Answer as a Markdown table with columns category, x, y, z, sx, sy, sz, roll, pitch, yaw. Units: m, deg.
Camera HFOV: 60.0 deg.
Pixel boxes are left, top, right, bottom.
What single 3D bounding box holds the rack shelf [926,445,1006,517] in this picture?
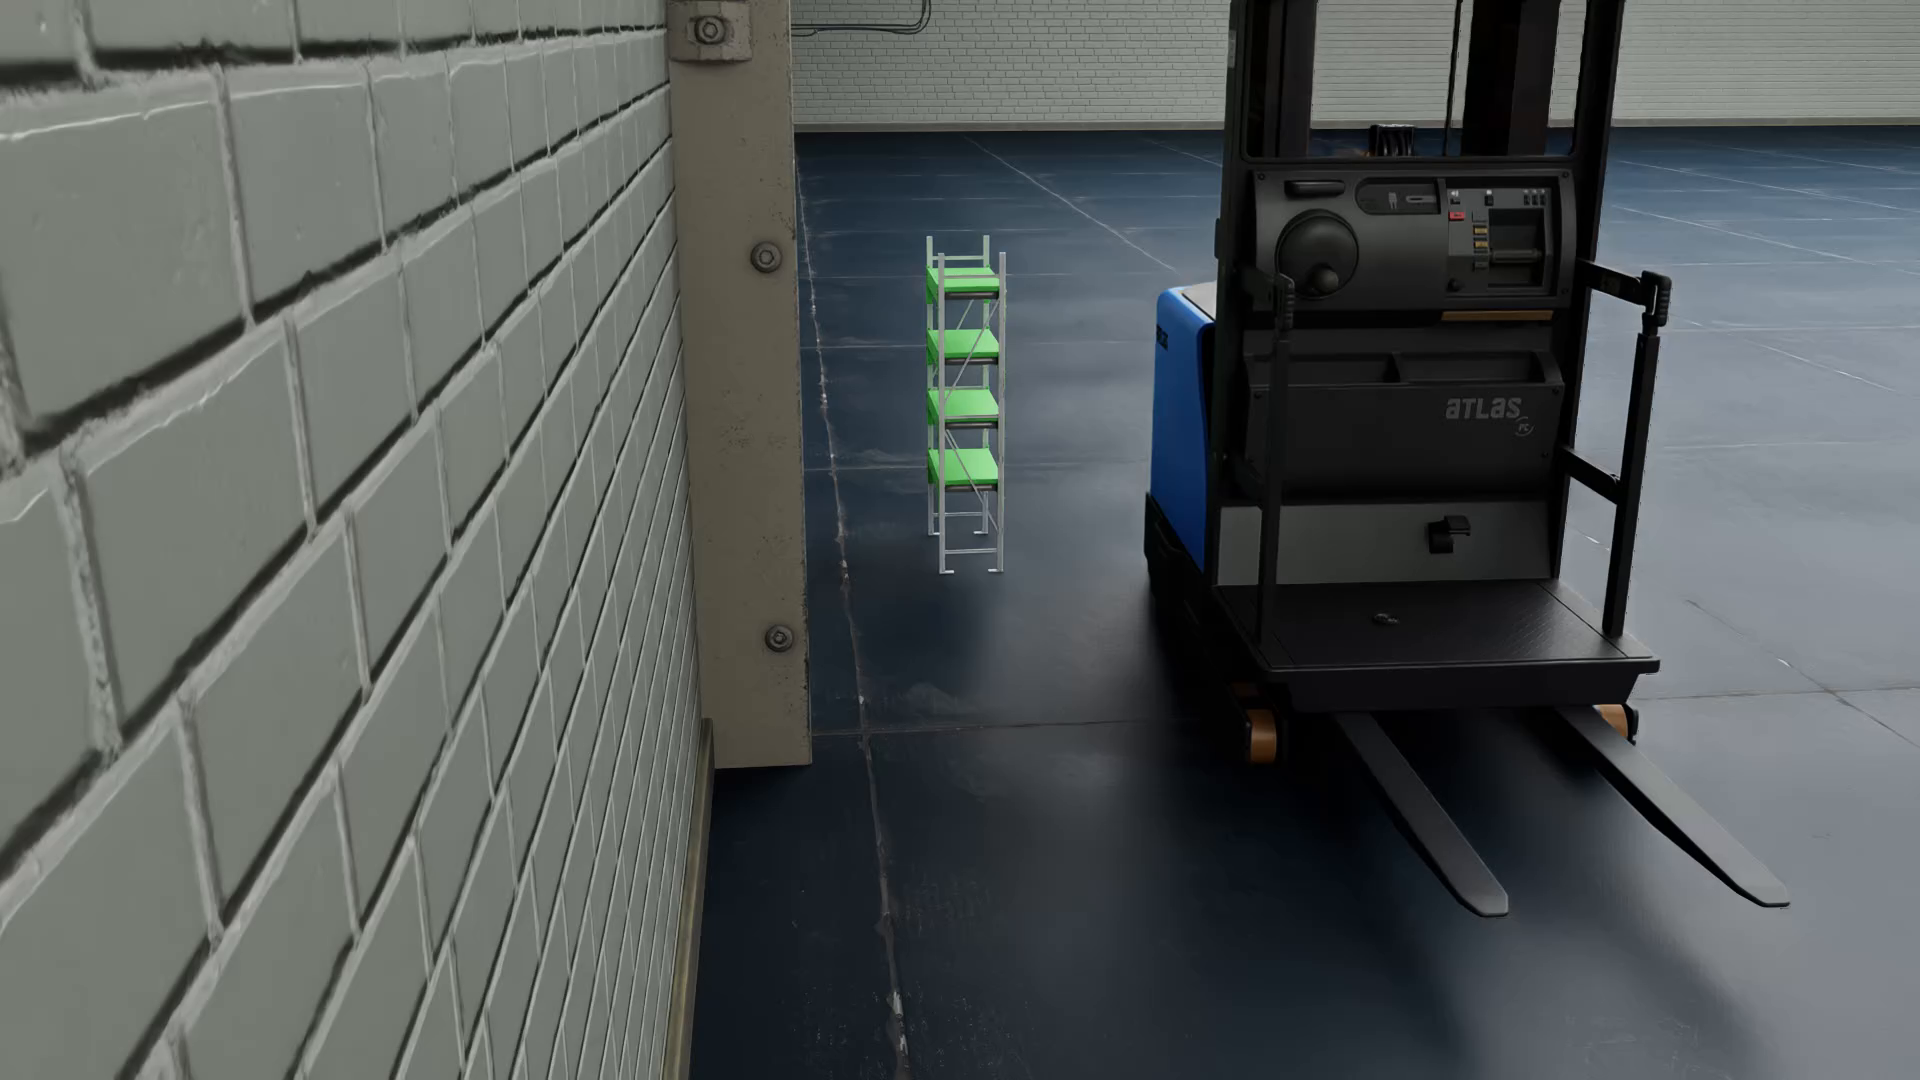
| category | x | y | z | sx | sy | sz | roll | pitch | yaw |
| --- | --- | --- | --- | --- | --- | --- | --- | --- | --- |
| rack shelf | 0.017 | -0.233 | 6.431 | 0.258 | 0.148 | 0.480 | -2 | 18 | -6 |

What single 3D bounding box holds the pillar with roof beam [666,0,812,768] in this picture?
| category | x | y | z | sx | sy | sz | roll | pitch | yaw |
| --- | --- | --- | --- | --- | --- | --- | --- | --- | --- |
| pillar with roof beam | 3.692 | -3.851 | 3.921 | 9.100 | 9.000 | 0.400 | -2 | 18 | -6 |

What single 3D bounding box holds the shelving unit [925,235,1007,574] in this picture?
| category | x | y | z | sx | sy | sz | roll | pitch | yaw |
| --- | --- | --- | --- | --- | --- | --- | --- | --- | --- |
| shelving unit | 0.017 | -0.523 | 6.340 | 0.258 | 1.200 | 0.503 | -2 | 18 | -6 |

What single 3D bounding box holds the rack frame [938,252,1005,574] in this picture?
| category | x | y | z | sx | sy | sz | roll | pitch | yaw |
| --- | --- | --- | --- | --- | --- | --- | --- | --- | --- |
| rack frame | 0.042 | -0.450 | 6.109 | 0.240 | 1.200 | 0.015 | -2 | 18 | -6 |

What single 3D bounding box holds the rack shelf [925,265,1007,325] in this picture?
| category | x | y | z | sx | sy | sz | roll | pitch | yaw |
| --- | --- | --- | --- | --- | --- | --- | --- | --- | --- |
| rack shelf | 0.017 | -0.920 | 6.216 | 0.258 | 0.148 | 0.480 | -2 | 18 | -6 |

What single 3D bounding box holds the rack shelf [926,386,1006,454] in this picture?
| category | x | y | z | sx | sy | sz | roll | pitch | yaw |
| --- | --- | --- | --- | --- | --- | --- | --- | --- | --- |
| rack shelf | 0.017 | -0.462 | 6.359 | 0.258 | 0.148 | 0.480 | -2 | 18 | -6 |

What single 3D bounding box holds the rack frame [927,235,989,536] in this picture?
| category | x | y | z | sx | sy | sz | roll | pitch | yaw |
| --- | --- | --- | --- | --- | --- | --- | --- | --- | --- |
| rack frame | -0.008 | -0.596 | 6.572 | 0.240 | 1.200 | 0.015 | -2 | 18 | -6 |

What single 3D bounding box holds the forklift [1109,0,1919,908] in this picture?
| category | x | y | z | sx | sy | sz | roll | pitch | yaw |
| --- | --- | --- | --- | --- | --- | --- | --- | --- | --- |
| forklift | 1.429 | -0.881 | 4.591 | 1.130 | 2.935 | 3.031 | -5 | 18 | -14 |

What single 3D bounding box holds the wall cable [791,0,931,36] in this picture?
| category | x | y | z | sx | sy | sz | roll | pitch | yaw |
| --- | --- | --- | --- | --- | --- | --- | --- | --- | --- |
| wall cable | -2.054 | -10.306 | 29.664 | 3.097 | 2.526 | 0.112 | -2 | 18 | -6 |

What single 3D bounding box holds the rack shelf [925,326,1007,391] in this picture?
| category | x | y | z | sx | sy | sz | roll | pitch | yaw |
| --- | --- | --- | --- | --- | --- | --- | --- | --- | --- |
| rack shelf | 0.017 | -0.691 | 6.288 | 0.258 | 0.148 | 0.480 | -2 | 18 | -6 |
